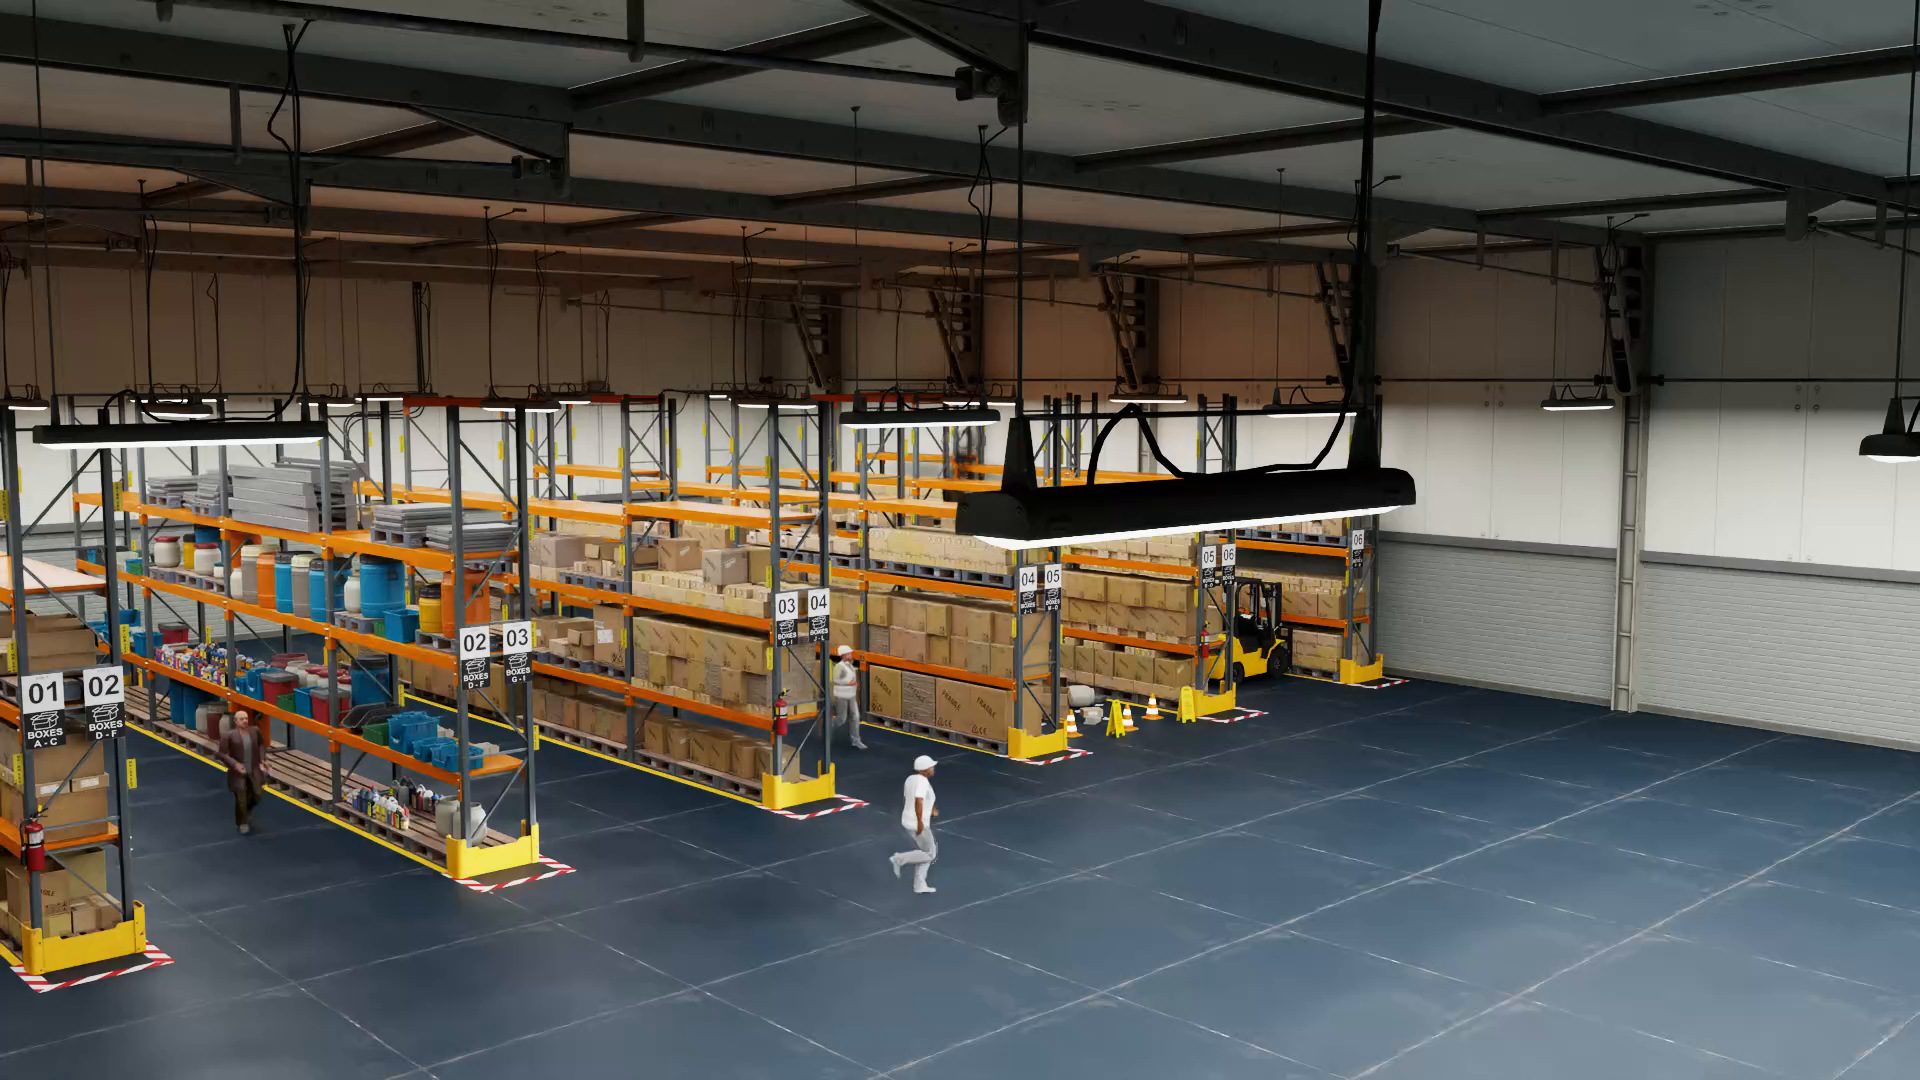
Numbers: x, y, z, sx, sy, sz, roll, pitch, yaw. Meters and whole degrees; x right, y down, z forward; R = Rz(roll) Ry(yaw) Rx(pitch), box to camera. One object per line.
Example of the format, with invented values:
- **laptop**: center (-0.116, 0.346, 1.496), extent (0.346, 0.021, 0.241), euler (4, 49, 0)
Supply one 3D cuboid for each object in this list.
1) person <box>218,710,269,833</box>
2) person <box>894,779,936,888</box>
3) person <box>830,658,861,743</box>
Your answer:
- **person**: center (-9.972, 3.233, 23.201), extent (0.694, 1.733, 0.669), euler (-5, 8, -44)
- **person**: center (-0.569, 3.602, 20.502), extent (0.530, 1.391, 0.699), euler (-2, 6, -19)
- **person**: center (-2.056, 2.755, 28.597), extent (0.733, 1.473, 0.448), euler (2, 6, 24)
